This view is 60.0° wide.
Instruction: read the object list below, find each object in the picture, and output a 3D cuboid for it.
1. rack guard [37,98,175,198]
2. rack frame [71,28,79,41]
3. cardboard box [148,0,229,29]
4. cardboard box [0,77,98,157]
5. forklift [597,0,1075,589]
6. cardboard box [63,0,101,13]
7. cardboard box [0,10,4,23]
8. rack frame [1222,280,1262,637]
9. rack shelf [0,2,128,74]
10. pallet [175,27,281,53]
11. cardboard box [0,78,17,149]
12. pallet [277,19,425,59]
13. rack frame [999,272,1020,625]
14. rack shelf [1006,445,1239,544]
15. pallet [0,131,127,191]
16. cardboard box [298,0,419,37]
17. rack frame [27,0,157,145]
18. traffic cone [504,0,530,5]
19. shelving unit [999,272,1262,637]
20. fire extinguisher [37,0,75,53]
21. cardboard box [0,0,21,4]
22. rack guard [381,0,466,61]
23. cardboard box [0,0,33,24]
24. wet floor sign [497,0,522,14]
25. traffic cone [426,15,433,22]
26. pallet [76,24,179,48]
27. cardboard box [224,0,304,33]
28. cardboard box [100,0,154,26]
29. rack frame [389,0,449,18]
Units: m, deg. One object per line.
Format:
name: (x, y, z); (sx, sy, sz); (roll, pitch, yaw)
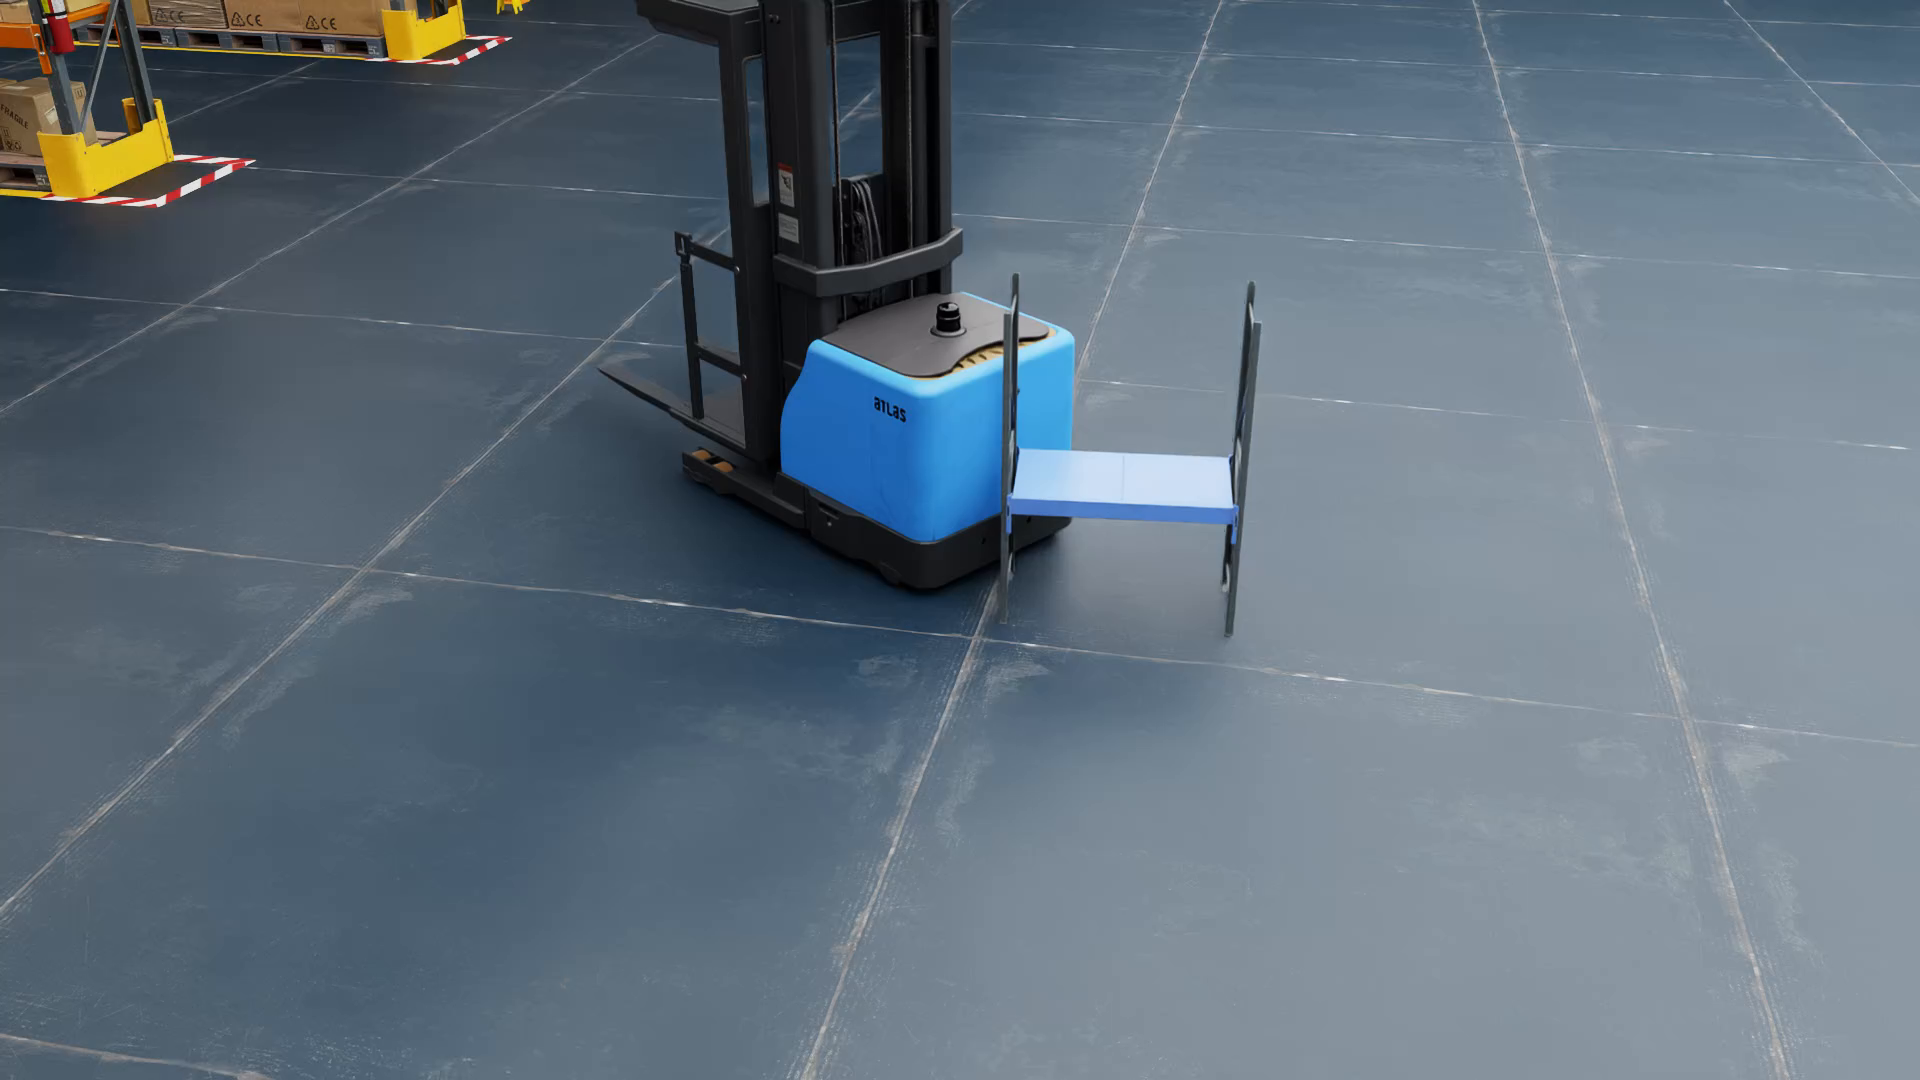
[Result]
rack guard: (-6.971, -3.220, 13.611); (0.348, 0.500, 1.175); (6, 29, 11)
rack frame: (-9.673, -7.029, 17.966); (0.127, 3.000, 1.000); (6, 29, 11)
cardboard box: (-8.191, -6.097, 18.039); (0.875, 0.875, 0.875); (6, 29, 11)
cardboard box: (-7.503, -3.467, 13.625); (0.500, 0.500, 0.500); (11, 31, 20)
forklift: (-0.821, -1.676, 8.260); (1.130, 2.935, 3.031); (-24, 37, -37)
cardboard box: (-7.125, -4.339, 13.314); (0.250, 0.149, 0.380); (6, 29, 11)
cardboard box: (-7.462, -4.156, 12.979); (0.250, 0.149, 0.380); (6, 29, 11)
rack frame: (1.232, -0.342, 7.313); (0.032, 1.500, 0.500); (3, 29, 5)
rack shelf: (-8.852, -4.194, 13.536); (4.000, 0.370, 1.077); (6, 29, 11)
pallet: (-7.749, -5.572, 18.208); (1.213, 0.211, 1.003); (6, 29, 11)
cardboard box: (-8.095, -3.511, 13.706); (0.500, 0.500, 0.500); (14, 32, 24)
pallet: (-6.560, -5.449, 17.983); (1.213, 0.211, 1.003); (6, 29, 11)
rack frame: (0.220, -0.392, 7.403); (0.032, 1.500, 0.500); (3, 29, 5)
rack shelf: (0.726, -0.209, 7.444); (1.000, 0.185, 0.538); (3, 29, 5)
pallet: (-7.758, -3.192, 13.860); (1.213, 0.211, 1.003); (6, 29, 11)
cardboard box: (-6.439, -5.917, 17.710); (0.875, 0.875, 0.875); (6, 29, 11)
rack frame: (-6.896, -4.309, 12.997); (0.127, 3.000, 1.000); (6, 29, 11)
traffic cone: (-5.416, -6.732, 20.065); (0.334, 0.463, 0.336); (6, 29, 11)
shelving unit: (0.726, -0.367, 7.358); (1.048, 1.500, 0.538); (3, 29, 5)
fire extinguisher: (-6.880, -4.047, 12.600); (0.183, 0.674, 0.296); (6, 29, 11)
cardboard box: (-7.428, -4.551, 13.026); (0.500, 0.500, 0.875); (6, 29, 11)
rack guard: (-5.738, -5.529, 17.829); (0.348, 0.500, 1.175); (6, 29, 11)
cardboard box: (-7.218, -4.131, 12.933); (0.250, 0.149, 0.380); (6, 29, 11)
wet floor sign: (-5.320, -6.523, 19.492); (0.232, 0.644, 0.267); (1, 29, 2)
traffic cone: (-5.984, -6.236, 19.158); (0.334, 0.463, 0.336); (6, 29, 11)
pallet: (-8.946, -5.693, 18.429); (1.213, 0.211, 1.003); (6, 29, 11)
cardboard box: (-7.300, -6.005, 17.870); (0.875, 0.875, 0.875); (5, 29, 10)
cardboard box: (-9.073, -6.186, 18.200); (0.875, 0.875, 0.875); (6, 29, 11)
rack frame: (-5.762, -6.628, 17.234); (0.127, 3.000, 1.000); (6, 29, 11)
